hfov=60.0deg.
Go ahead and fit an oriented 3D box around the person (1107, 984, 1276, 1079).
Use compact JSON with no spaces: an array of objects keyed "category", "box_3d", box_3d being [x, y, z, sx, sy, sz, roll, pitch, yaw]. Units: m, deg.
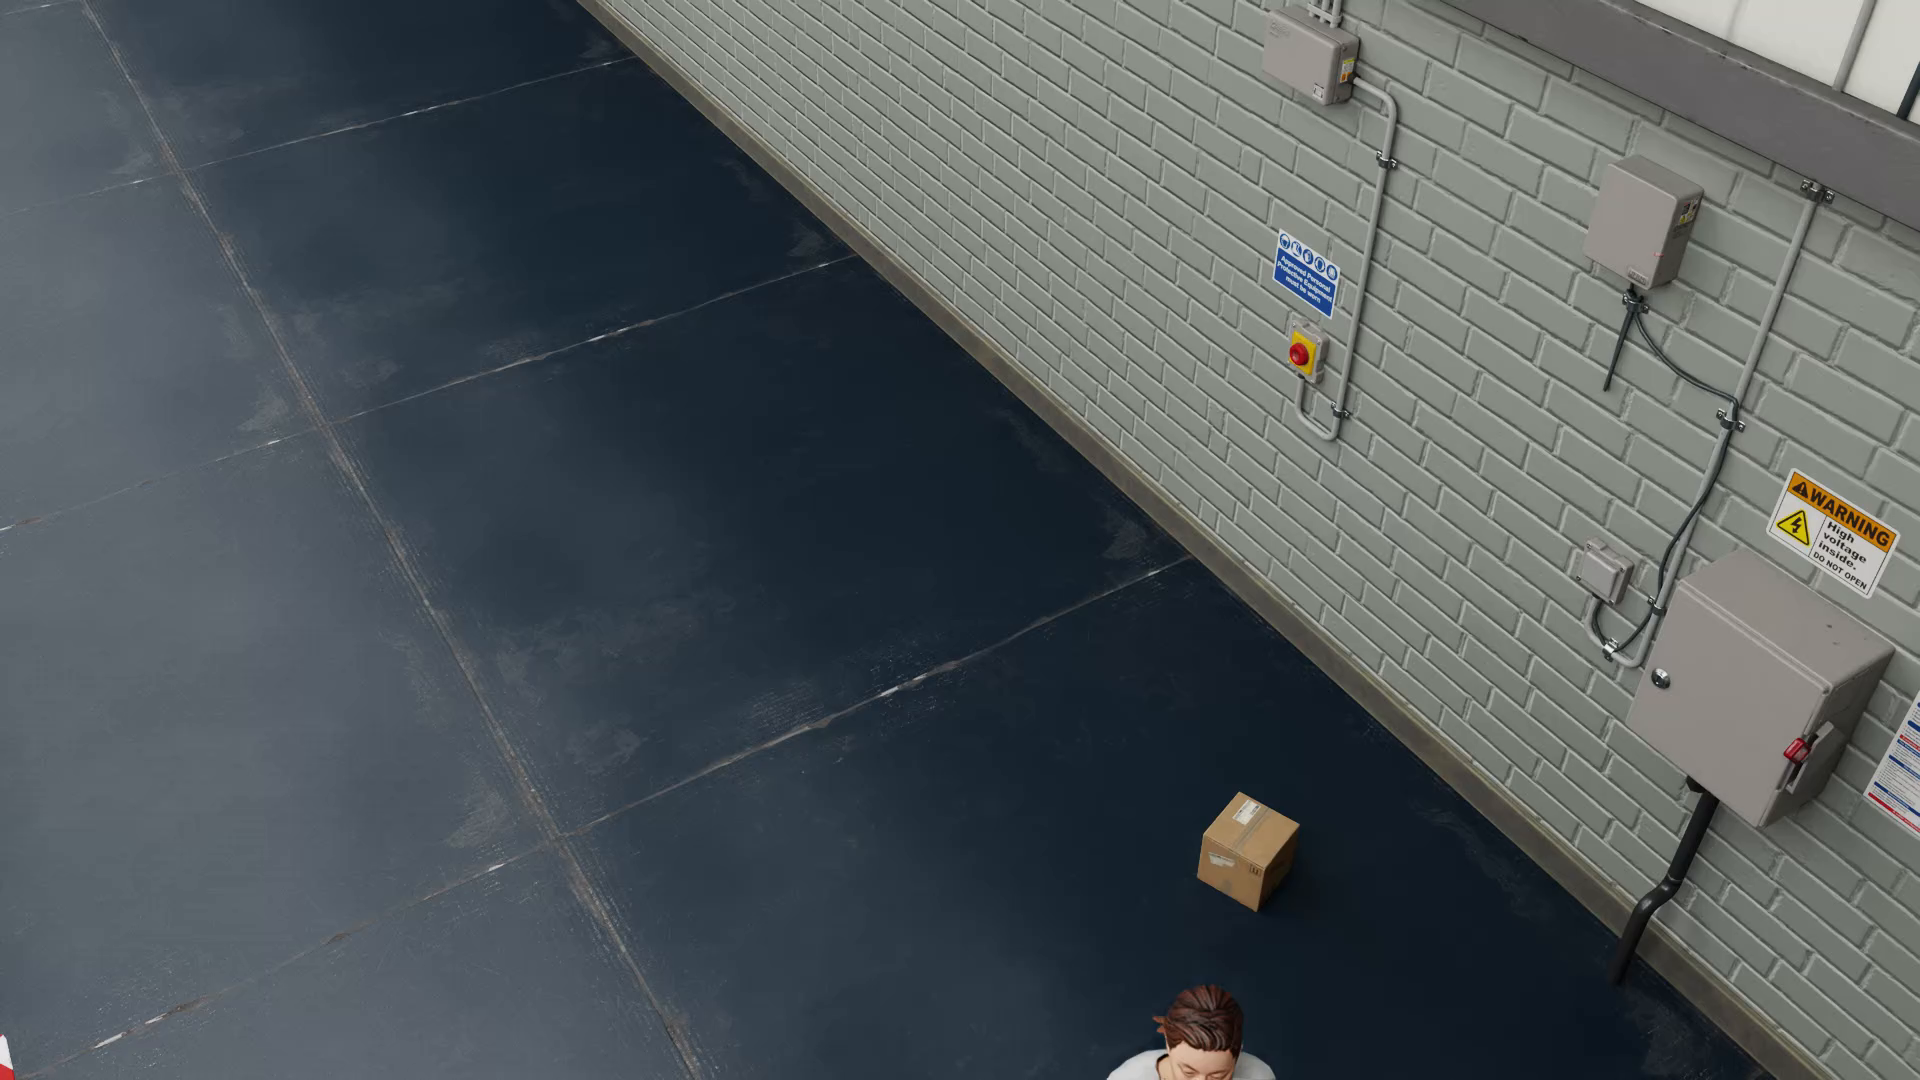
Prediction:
[{"category":"person","box_3d":[0.538,1.740,4.167,0.478,1.710,0.713,2,41,2]}]
